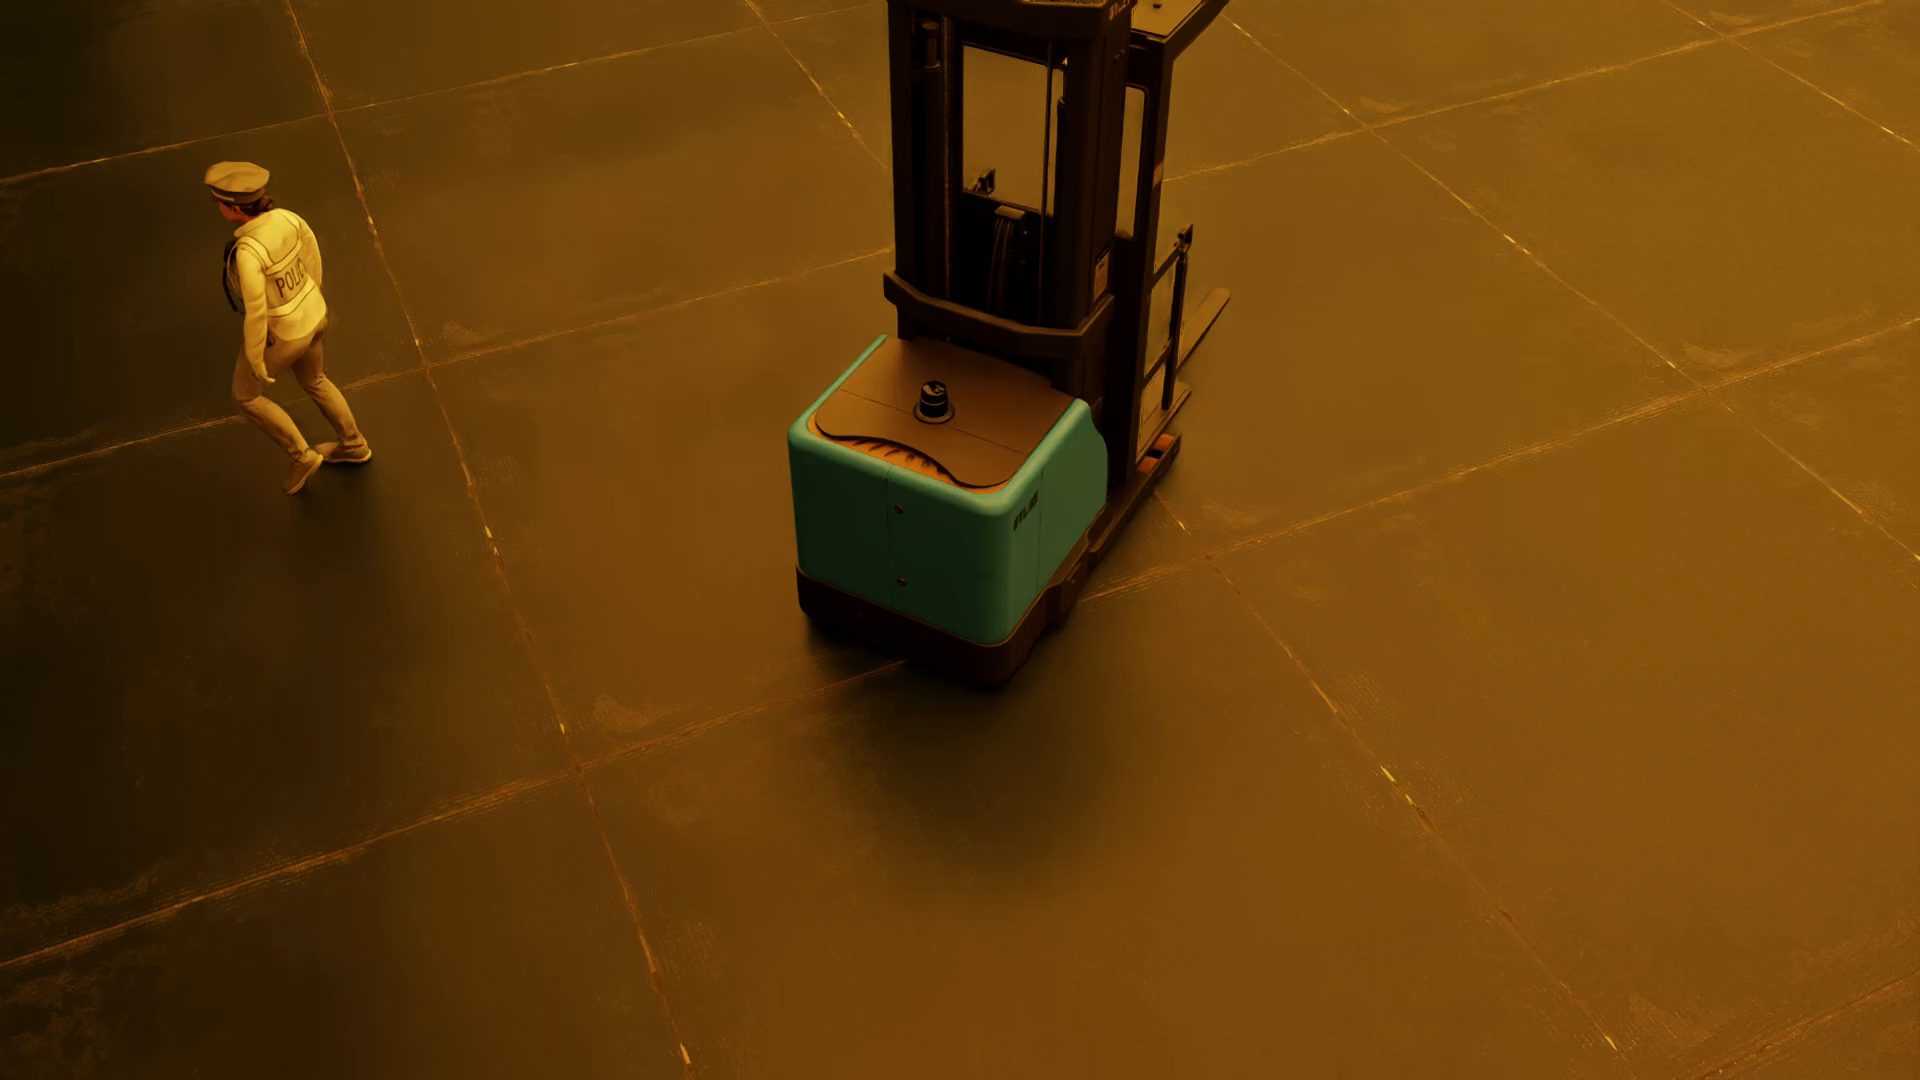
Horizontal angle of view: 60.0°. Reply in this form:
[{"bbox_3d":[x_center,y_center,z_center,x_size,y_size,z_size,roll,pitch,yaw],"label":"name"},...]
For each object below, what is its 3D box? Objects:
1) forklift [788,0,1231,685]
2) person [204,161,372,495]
[{"bbox_3d":[0.433,-1.453,7.237,1.130,2.935,3.031,21,47,21],"label":"forklift"},{"bbox_3d":[-3.156,-0.972,7.674,0.450,1.671,0.599,7,44,8],"label":"person"}]
